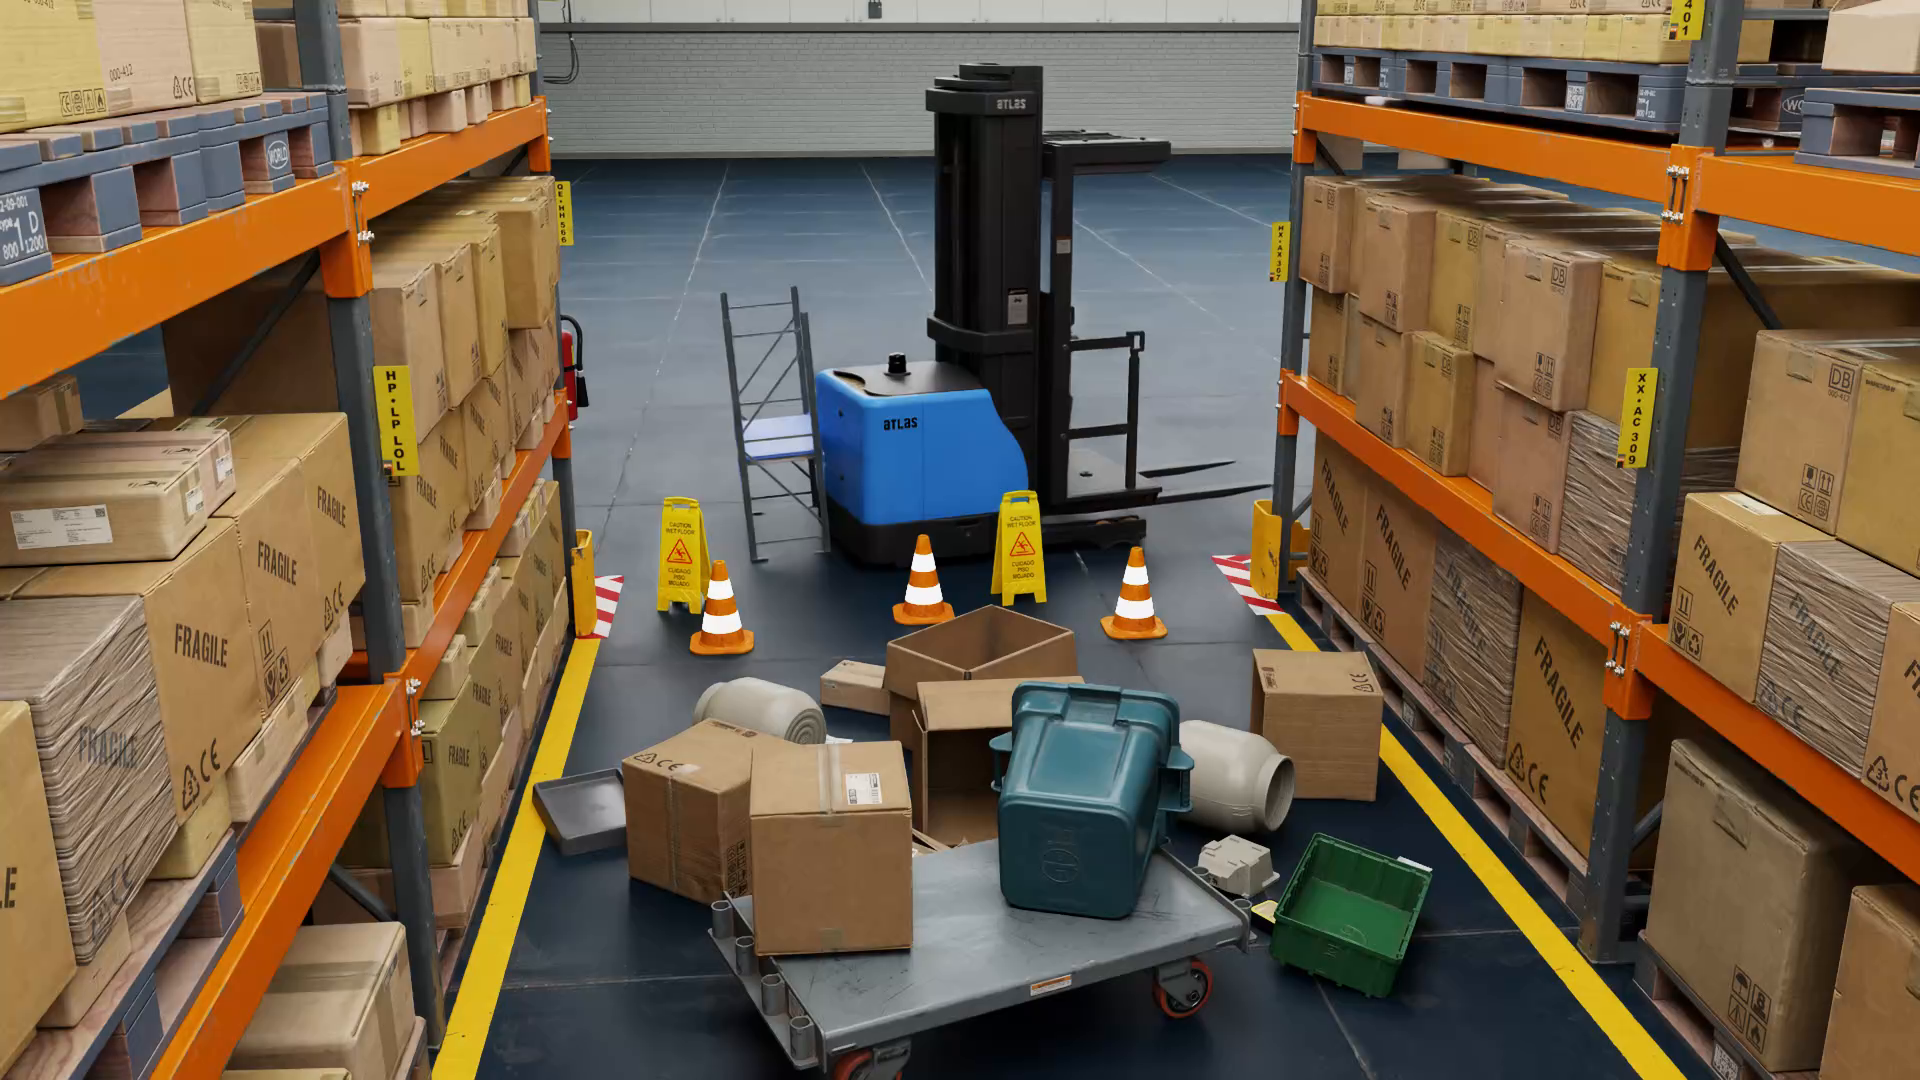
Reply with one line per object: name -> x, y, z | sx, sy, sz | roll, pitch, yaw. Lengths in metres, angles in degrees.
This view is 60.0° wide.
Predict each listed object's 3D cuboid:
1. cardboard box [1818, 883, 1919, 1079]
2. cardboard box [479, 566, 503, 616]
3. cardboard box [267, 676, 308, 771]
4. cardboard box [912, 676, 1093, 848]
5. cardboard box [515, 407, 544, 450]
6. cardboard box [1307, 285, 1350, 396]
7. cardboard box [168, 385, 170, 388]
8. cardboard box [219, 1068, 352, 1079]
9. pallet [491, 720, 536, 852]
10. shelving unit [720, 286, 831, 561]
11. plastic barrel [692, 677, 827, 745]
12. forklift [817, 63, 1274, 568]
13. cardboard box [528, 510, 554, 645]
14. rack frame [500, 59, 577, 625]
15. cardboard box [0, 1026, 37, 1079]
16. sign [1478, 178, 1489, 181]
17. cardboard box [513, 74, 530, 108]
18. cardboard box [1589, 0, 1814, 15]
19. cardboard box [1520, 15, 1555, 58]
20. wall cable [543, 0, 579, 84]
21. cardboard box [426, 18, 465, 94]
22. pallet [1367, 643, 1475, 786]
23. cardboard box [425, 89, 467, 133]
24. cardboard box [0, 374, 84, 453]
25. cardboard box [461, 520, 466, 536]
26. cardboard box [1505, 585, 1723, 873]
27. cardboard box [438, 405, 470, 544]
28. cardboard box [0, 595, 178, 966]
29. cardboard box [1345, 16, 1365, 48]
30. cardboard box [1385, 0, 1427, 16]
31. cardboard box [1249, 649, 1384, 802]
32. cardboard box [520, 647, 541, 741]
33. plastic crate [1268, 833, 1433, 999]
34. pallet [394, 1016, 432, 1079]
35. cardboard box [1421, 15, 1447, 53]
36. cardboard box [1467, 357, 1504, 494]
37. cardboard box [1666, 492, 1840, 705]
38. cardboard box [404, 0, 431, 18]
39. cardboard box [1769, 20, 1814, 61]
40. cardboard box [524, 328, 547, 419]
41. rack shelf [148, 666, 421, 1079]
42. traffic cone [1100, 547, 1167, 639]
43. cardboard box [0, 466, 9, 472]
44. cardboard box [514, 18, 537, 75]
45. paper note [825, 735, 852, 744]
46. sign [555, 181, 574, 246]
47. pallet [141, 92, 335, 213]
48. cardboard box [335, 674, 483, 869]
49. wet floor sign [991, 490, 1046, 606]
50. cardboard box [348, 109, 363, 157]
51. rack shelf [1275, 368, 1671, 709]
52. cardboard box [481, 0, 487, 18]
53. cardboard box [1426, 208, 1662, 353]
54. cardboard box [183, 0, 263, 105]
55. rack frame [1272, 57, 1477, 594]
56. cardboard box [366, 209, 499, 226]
cardboard box -> 2.973, 1.386, 4.310 | 1.050, 0.750, 0.750 | -2, 18, -6
cardboard box -> -2.021, 0.214, 6.543 | 0.380, 0.149, 0.250 | -1, 17, -2
cardboard box -> -1.790, 0.445, 3.970 | 0.380, 0.149, 0.250 | -2, 18, -7
cardboard box -> 0.202, 0.884, 6.794 | 0.797, 0.637, 0.503 | -2, 18, -6
cardboard box -> -2.153, -0.516, 7.733 | 0.380, 0.149, 0.250 | -1, 17, -5
cardboard box -> 2.394, -1.111, 8.958 | 0.875, 0.550, 0.550 | -2, 18, -6
cardboard box -> -2.601, -0.396, 6.267 | 0.500, 0.500, 0.500 | -1, 17, -4
cardboard box -> -2.056, 1.650, 4.101 | 0.950, 0.372, 0.625 | -1, 17, -2
pallet -> -2.423, 0.993, 7.161 | 1.003, 0.211, 1.213 | -2, 18, -6
shelving unit -> -1.177, -0.763, 10.547 | 0.538, 1.500, 1.048 | -7, 18, -7
plastic barrel -> -0.883, 0.832, 7.320 | 0.512, 0.421, 0.421 | 11, 21, 32
forklift -> 0.647, -1.492, 10.537 | 3.031, 2.935, 1.130 | -7, 19, -21
cardboard box -> -2.203, 0.174, 7.752 | 0.500, 0.500, 0.500 | -1, 17, -4
rack frame -> -2.602, -0.966, 8.745 | 1.000, 3.000, 0.127 | -2, 18, -6
cardboard box -> -1.782, 0.832, 2.739 | 0.380, 0.149, 0.250 | -1, 17, -3
sign -> 2.852, -1.827, 9.160 | 0.100, 0.325, 0.005 | -2, 18, -6
cardboard box -> -2.229, -2.106, 7.790 | 0.380, 0.149, 0.250 | -2, 18, -5
cardboard box -> 2.417, -1.845, 5.425 | 0.500, 0.250, 0.500 | -2, 18, -6
cardboard box -> 2.287, -1.843, 6.084 | 0.380, 0.149, 0.250 | -2, 18, -5
wall cable -> -10.447, -11.813, 38.466 | 3.097, 2.526, 0.112 | -2, 18, -6
cardboard box -> -2.064, -1.718, 5.888 | 0.500, 0.250, 0.500 | -2, 18, -5
pallet -> 2.594, 0.780, 7.840 | 1.003, 0.211, 1.213 | -2, 18, -6
cardboard box -> -2.024, -1.572, 6.090 | 0.380, 0.149, 0.250 | -2, 18, -7
cardboard box -> -2.493, -0.322, 4.249 | 0.380, 0.149, 0.250 | -2, 18, -6
cardboard box -> -2.088, -0.063, 6.289 | 0.380, 0.149, 0.250 | -2, 18, -6
cardboard box -> 2.728, 0.667, 6.391 | 0.875, 0.875, 0.875 | -2, 17, -5
cardboard box -> -2.033, -0.252, 5.809 | 0.500, 0.500, 0.500 | -2, 18, -6
cardboard box -> -1.759, 0.424, 2.953 | 0.500, 0.500, 0.500 | -2, 18, -8
cardboard box -> 2.080, -2.445, 8.002 | 0.380, 0.149, 0.250 | -2, 18, -5
cardboard box -> 2.212, -2.445, 7.335 | 0.500, 0.250, 0.500 | -2, 18, -6
cardboard box -> 1.543, 0.804, 7.279 | 0.500, 0.500, 0.500 | 1, 17, 4
cardboard box -> -2.146, 0.689, 7.365 | 0.500, 0.250, 0.500 | -2, 18, -8
plastic crate -> 1.402, 1.346, 5.981 | 0.450, 0.188, 0.662 | 18, 23, 19
pallet -> -2.108, 1.788, 4.628 | 1.003, 0.211, 1.213 | -2, 18, -6
cardboard box -> 2.185, -2.144, 7.043 | 0.380, 0.149, 0.250 | -2, 18, -5
cardboard box -> 2.656, -0.466, 6.903 | 0.875, 0.550, 0.550 | -2, 18, -6
cardboard box -> 2.510, 0.160, 4.992 | 0.500, 0.500, 0.500 | -2, 17, -5
cardboard box -> -1.972, -1.804, 5.497 | 0.380, 0.149, 0.250 | -2, 18, -6
cardboard box -> 2.995, -1.712, 5.667 | 0.380, 0.149, 0.250 | -2, 18, -5
cardboard box -> -2.225, -0.853, 7.722 | 0.500, 0.500, 0.500 | -2, 18, -6
rack shelf -> -1.983, 1.165, 3.159 | 1.077, 0.370, 4.000 | -2, 18, -6
traffic cone -> 0.953, 0.264, 9.065 | 0.336, 0.463, 0.334 | -2, 18, -6
cardboard box -> -2.374, 0.134, 3.878 | 0.500, 0.500, 0.500 | -2, 18, -5
cardboard box -> -2.281, -2.323, 7.815 | 0.500, 0.250, 0.500 | -2, 18, -6
paper note -> -0.586, 0.934, 7.670 | 0.148, 0.019, 0.142 | 4, 18, 13
sign -> -2.048, -1.680, 8.560 | 0.100, 0.325, 0.005 | -2, 18, -6
pallet -> -2.232, -0.928, 3.932 | 1.213, 0.211, 1.003 | -2, 18, -6
cardboard box -> -1.982, 0.796, 5.772 | 0.500, 0.500, 0.500 | -1, 17, -3
wet floor sign -> 0.338, 0.027, 9.514 | 0.267, 0.644, 0.232 | -5, 18, -15
cardboard box -> -1.976, -1.187, 4.861 | 0.380, 0.149, 0.250 | -2, 18, -6
rack shelf -> 2.517, -0.210, 7.538 | 1.077, 0.370, 4.000 | -2, 18, -6
cardboard box -> -2.266, -2.335, 7.188 | 0.380, 0.149, 0.250 | -2, 18, -5
cardboard box -> 2.566, -1.138, 7.240 | 0.875, 0.550, 0.500 | -2, 18, -6
cardboard box -> -1.985, -1.164, 3.920 | 0.500, 0.250, 0.500 | -2, 18, -7
rack frame -> 2.311, -1.149, 9.328 | 1.000, 3.000, 0.127 | -2, 18, -6
cardboard box -> -2.219, -1.034, 6.631 | 0.700, 0.500, 0.500 | -2, 18, -6
